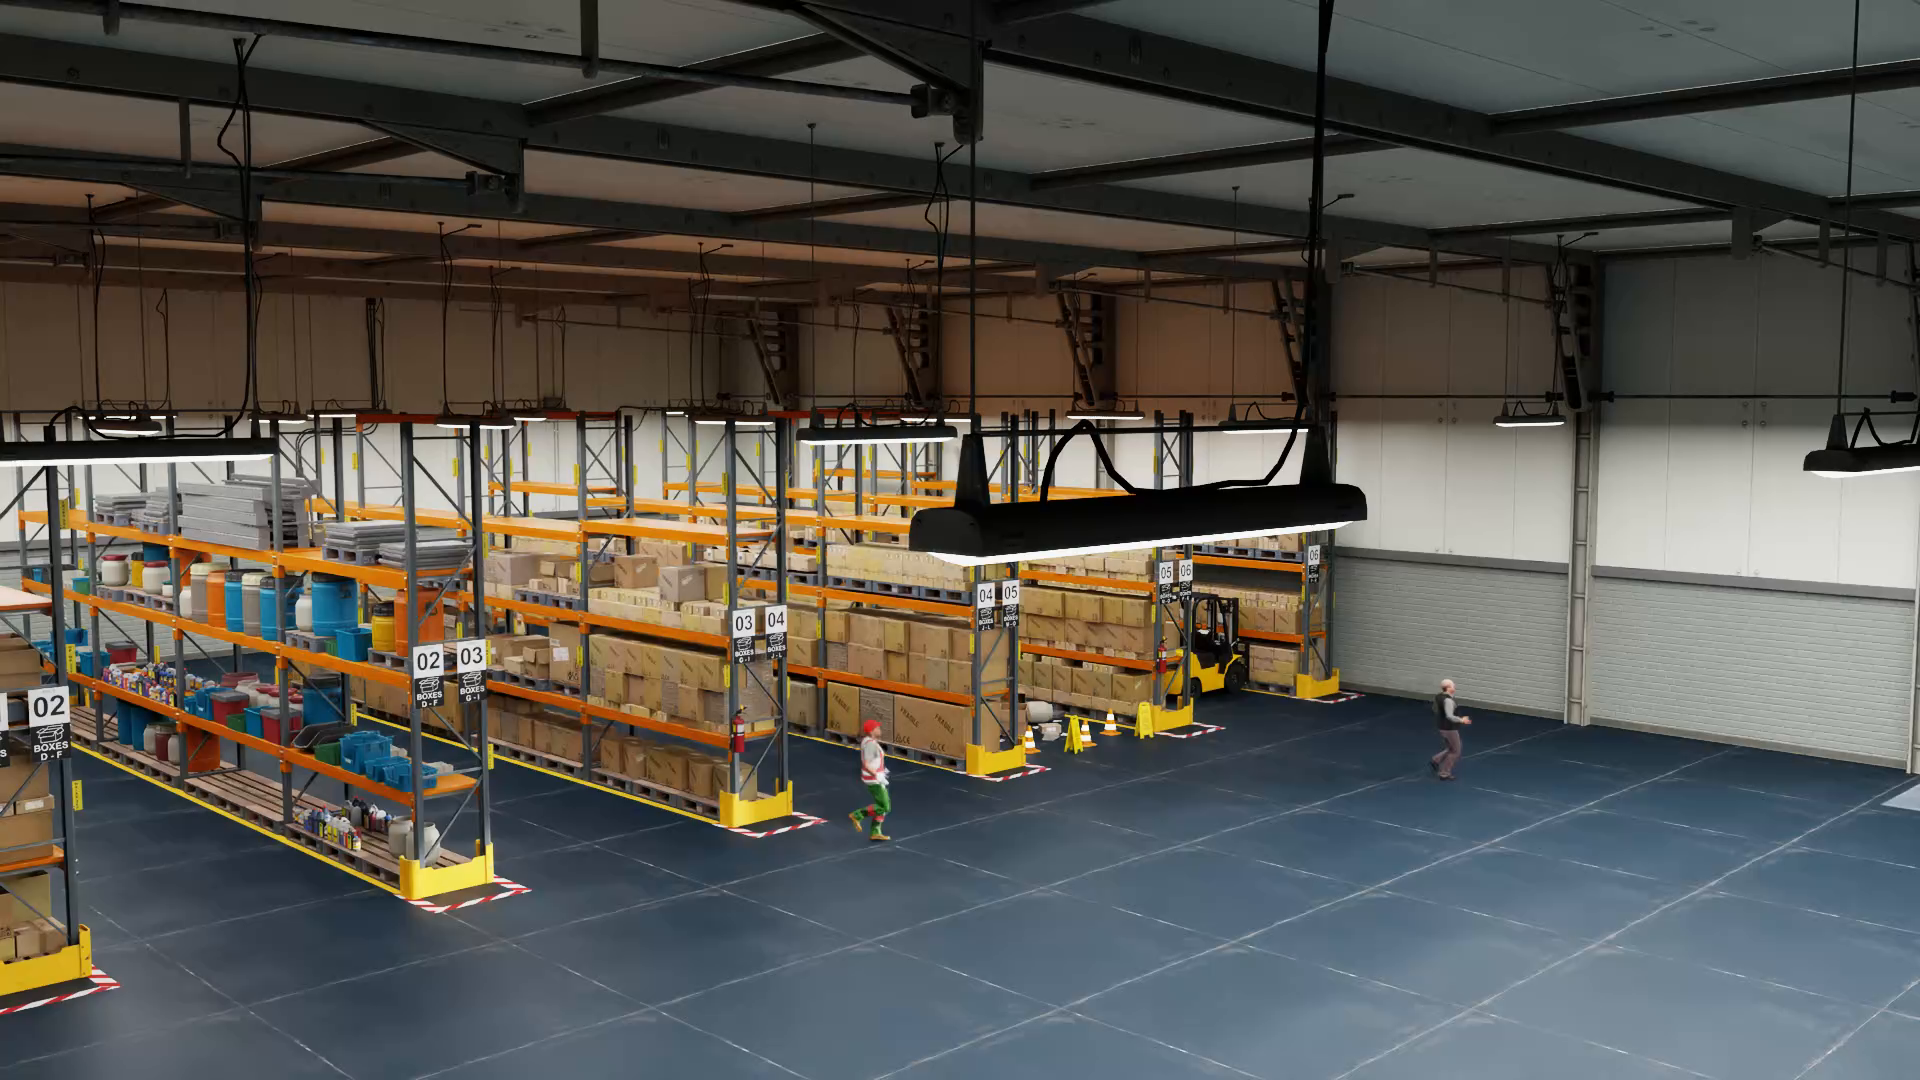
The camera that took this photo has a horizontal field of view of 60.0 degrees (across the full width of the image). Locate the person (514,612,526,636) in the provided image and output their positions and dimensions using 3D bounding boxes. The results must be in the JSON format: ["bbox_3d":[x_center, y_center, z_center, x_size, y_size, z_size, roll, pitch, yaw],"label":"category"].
[{"bbox_3d":[-9.556,2.381,35.855,0.531,1.700,0.882,-4,7,-42],"label":"person"}]

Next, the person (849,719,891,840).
[{"bbox_3d":[-1.293,3.417,23.669,0.605,1.748,0.666,-1,5,-8],"label":"person"}]

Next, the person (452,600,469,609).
[{"bbox_3d":[-11.959,2.100,39.621,0.594,1.617,0.657,2,5,19],"label":"person"}]

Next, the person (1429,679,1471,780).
[{"bbox_3d":[8.066,3.116,27.367,0.597,1.674,0.654,0,5,1],"label":"person"}]
